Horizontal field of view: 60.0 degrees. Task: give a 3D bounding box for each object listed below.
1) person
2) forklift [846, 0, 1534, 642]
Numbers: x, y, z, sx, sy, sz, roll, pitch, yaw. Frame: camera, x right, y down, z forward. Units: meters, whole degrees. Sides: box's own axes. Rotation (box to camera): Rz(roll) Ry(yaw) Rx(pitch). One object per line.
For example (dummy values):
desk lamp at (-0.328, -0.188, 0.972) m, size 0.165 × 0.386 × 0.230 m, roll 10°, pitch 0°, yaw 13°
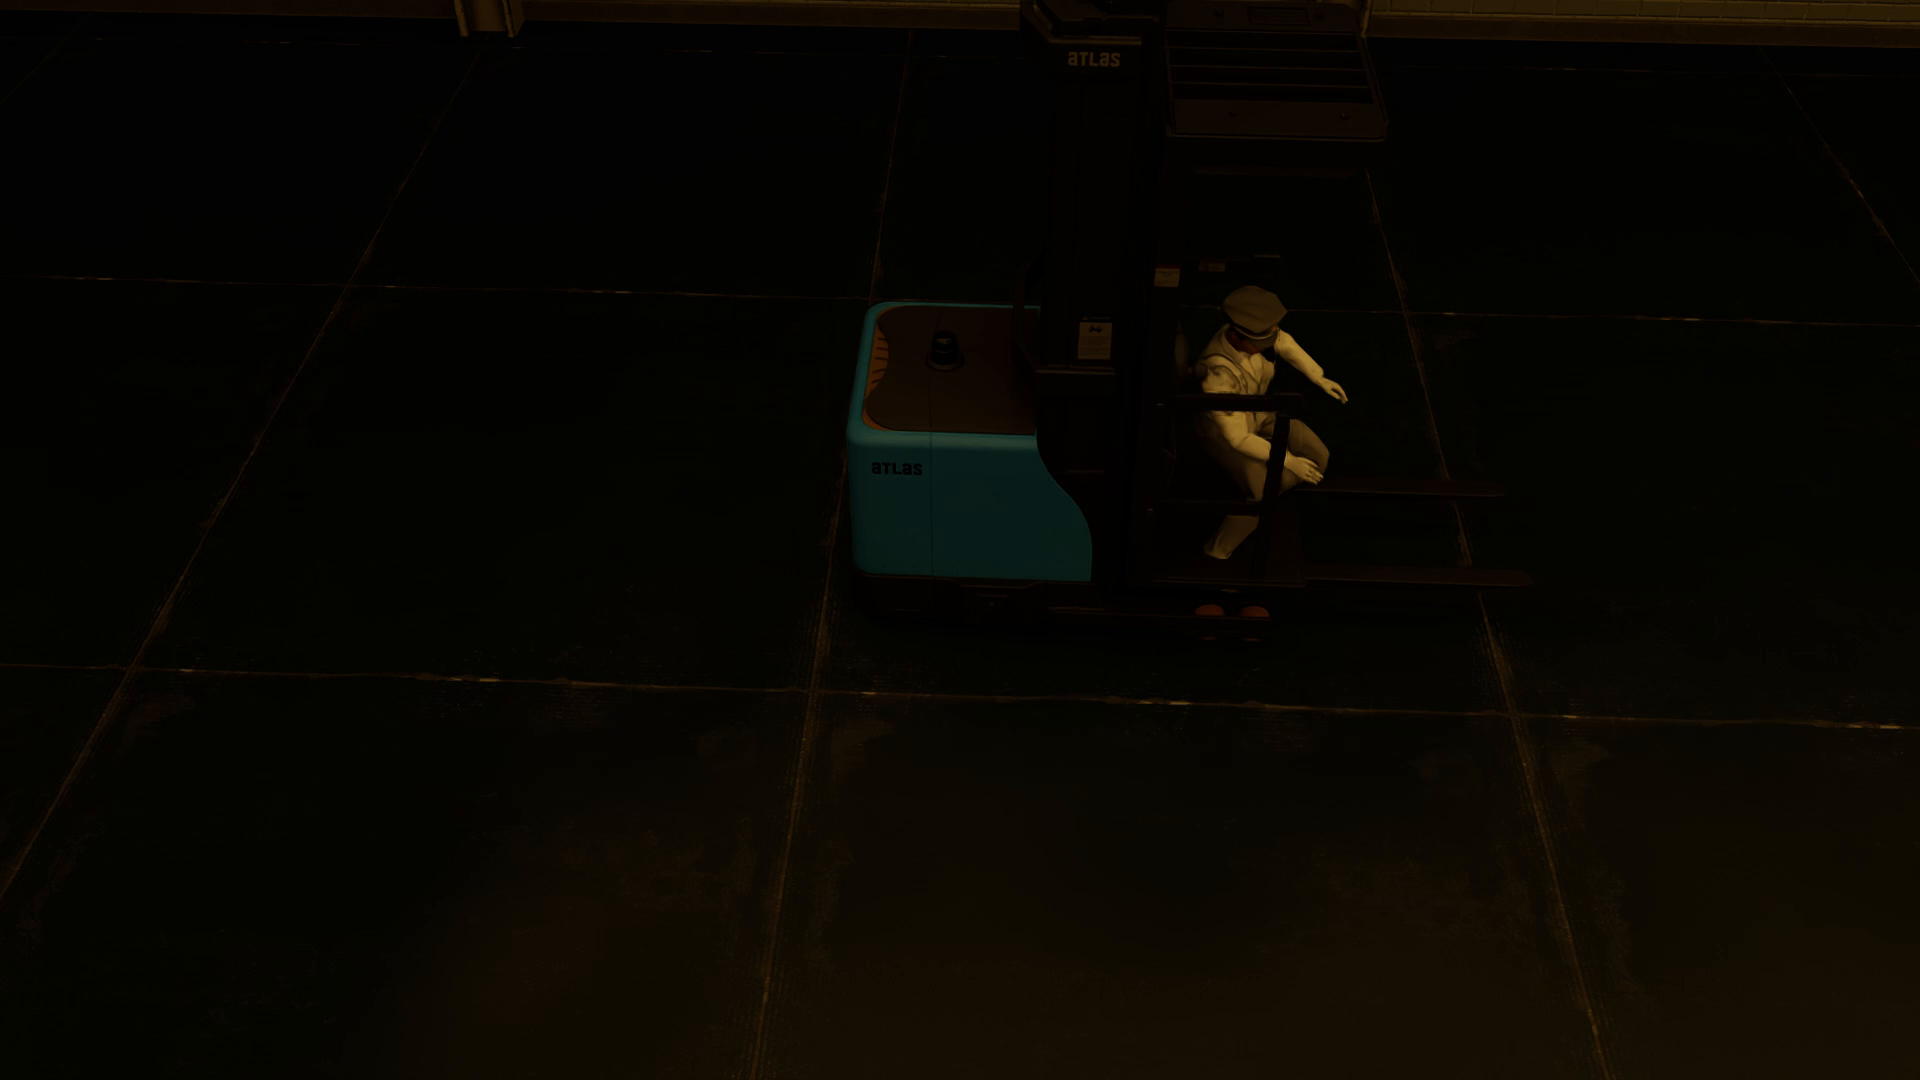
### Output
person at (1.326, -0.437, 7.235) m, size 0.732 × 1.397 × 0.833 m, roll 29°, pitch 50°, yaw 28°
forklift at (1.049, -0.999, 6.836) m, size 3.031 × 2.935 × 1.130 m, roll 2°, pitch 42°, yaw 2°
